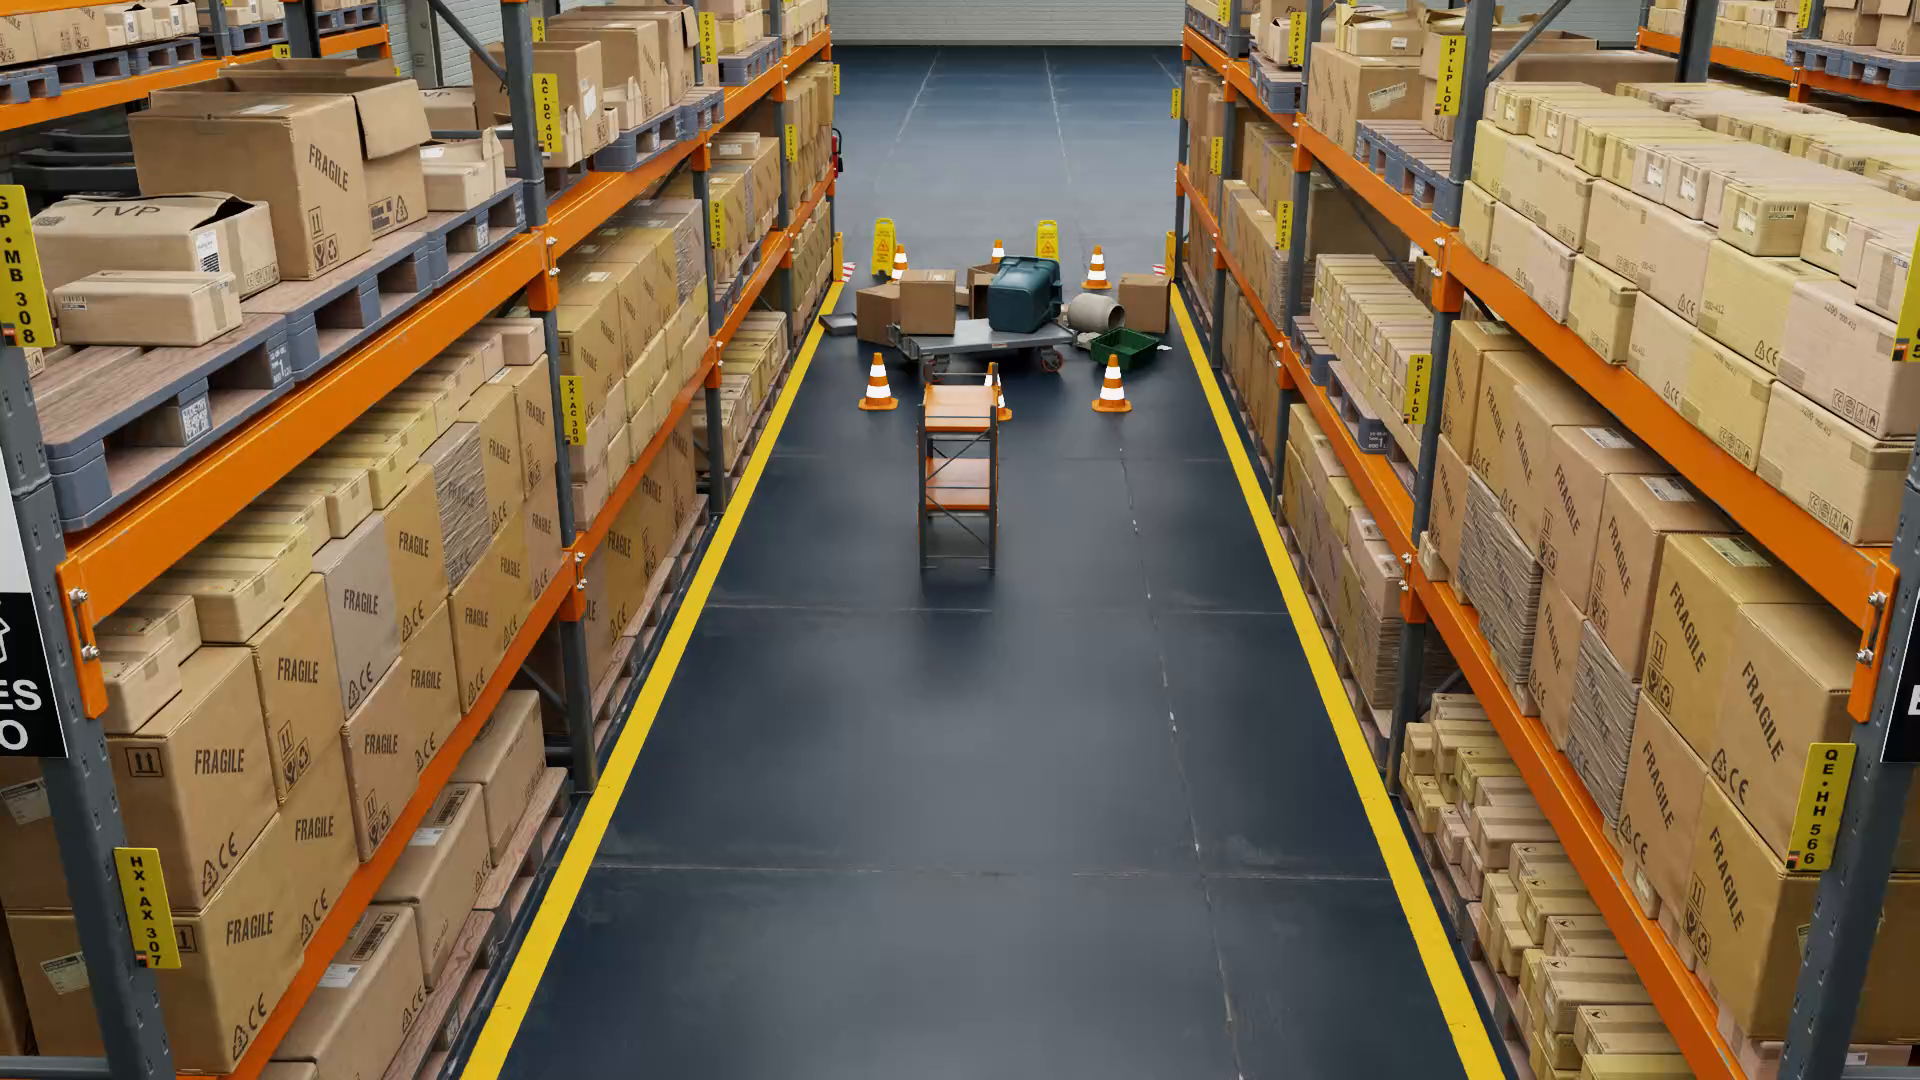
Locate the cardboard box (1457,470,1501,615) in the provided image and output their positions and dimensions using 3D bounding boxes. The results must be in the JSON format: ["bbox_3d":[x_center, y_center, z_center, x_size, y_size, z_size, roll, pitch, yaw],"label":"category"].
[{"bbox_3d":[2.355,0.032,6.751,0.500,0.500,0.500,1,21,2],"label":"cardboard box"}]

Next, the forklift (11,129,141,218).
[{"bbox_3d":[-4.762,-1.082,10.266,1.130,2.935,3.031,-1,21,-2],"label":"forklift"}]

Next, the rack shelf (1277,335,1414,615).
[{"bbox_3d":[2.691,-0.526,9.732,1.077,0.370,4.000,1,21,2],"label":"rack shelf"}]

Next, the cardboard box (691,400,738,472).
[{"bbox_3d":[-2.172,-0.777,12.438,0.950,0.372,0.625,-1,21,-2],"label":"cardboard box"}]

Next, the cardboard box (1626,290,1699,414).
[{"bbox_3d":[2.295,-0.552,4.864,0.500,0.250,0.500,2,21,4],"label":"cardboard box"}]

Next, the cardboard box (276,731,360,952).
[{"bbox_3d":[-2.153,0.890,4.950,0.500,0.500,0.500,0,21,1],"label":"cardboard box"}]

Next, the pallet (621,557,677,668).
[{"bbox_3d":[-2.338,0.422,10.150,1.003,0.211,1.213,1,21,2],"label":"pallet"}]

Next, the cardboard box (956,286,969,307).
[{"bbox_3d":[0.024,-2.670,18.204,0.380,0.149,0.250,13,25,29],"label":"cardboard box"}]

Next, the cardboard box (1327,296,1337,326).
[{"bbox_3d":[2.526,-1.435,10.435,0.380,0.149,0.250,0,21,0],"label":"cardboard box"}]

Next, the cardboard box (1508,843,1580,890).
[{"bbox_3d":[2.386,1.316,6.529,0.380,0.149,0.250,0,21,-1],"label":"cardboard box"}]

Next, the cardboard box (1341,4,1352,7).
[{"bbox_3d":[3.012,-4.344,13.921,0.500,0.250,0.500,1,21,2],"label":"cardboard box"}]

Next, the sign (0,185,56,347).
[{"bbox_3d":[-1.888,-0.544,3.321,0.100,0.325,0.005,1,21,2],"label":"sign"}]

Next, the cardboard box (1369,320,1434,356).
[{"bbox_3d":[2.488,-1.113,9.194,0.380,0.149,0.250,0,21,-1],"label":"cardboard box"}]

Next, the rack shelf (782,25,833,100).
[{"bbox_3d":[-2.016,-4.835,16.691,1.077,0.370,4.000,1,21,2],"label":"rack shelf"}]

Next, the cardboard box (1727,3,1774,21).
[{"bbox_3d":[7.584,-5.051,15.910,0.380,0.149,0.250,2,21,4],"label":"cardboard box"}]

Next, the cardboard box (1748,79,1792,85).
[{"bbox_3d":[8.130,-4.293,16.516,0.500,0.500,0.500,1,21,2],"label":"cardboard box"}]

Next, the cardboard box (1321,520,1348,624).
[{"bbox_3d":[2.437,0.190,9.767,0.500,0.500,0.500,0,21,0],"label":"cardboard box"}]

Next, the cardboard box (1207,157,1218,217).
[{"bbox_3d":[2.867,-3.433,16.023,0.875,0.550,0.550,1,21,2],"label":"cardboard box"}]

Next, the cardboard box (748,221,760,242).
[{"bbox_3d":[-1.862,-2.570,13.771,0.380,0.149,0.250,1,21,2],"label":"cardboard box"}]

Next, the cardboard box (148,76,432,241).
[{"bbox_3d":[-2.329,-1.357,5.872,0.797,0.503,0.637,2,21,6],"label":"cardboard box"}]

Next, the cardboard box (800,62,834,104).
[{"bbox_3d":[-1.753,-4.959,18.232,0.700,0.500,0.500,0,21,0],"label":"cardboard box"}]

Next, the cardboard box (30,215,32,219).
[{"bbox_3d":[-6.867,-2.306,12.291,0.380,0.149,0.250,1,21,3],"label":"cardboard box"}]

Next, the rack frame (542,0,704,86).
[{"bbox_3d":[-2.199,-4.399,10.427,1.000,3.000,0.127,1,21,2],"label":"rack frame"}]

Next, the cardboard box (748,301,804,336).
[{"bbox_3d":[-1.789,-2.173,16.203,0.500,0.250,0.500,0,21,-1],"label":"cardboard box"}]

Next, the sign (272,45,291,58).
[{"bbox_3d":[-2.863,-1.945,7.098,0.100,0.325,0.005,1,21,2],"label":"sign"}]

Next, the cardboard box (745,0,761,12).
[{"bbox_3d":[-1.968,-4.595,14.014,0.500,0.250,0.500,1,21,3],"label":"cardboard box"}]

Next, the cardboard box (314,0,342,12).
[{"bbox_3d":[-6.818,-5.704,17.078,0.700,0.500,0.500,1,21,2],"label":"cardboard box"}]

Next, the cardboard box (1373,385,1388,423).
[{"bbox_3d":[2.472,-0.738,9.051,0.380,0.149,0.250,0,21,-1],"label":"cardboard box"}]

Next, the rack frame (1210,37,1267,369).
[{"bbox_3d":[2.874,-3.031,15.193,1.000,3.000,0.127,1,21,2],"label":"rack frame"}]

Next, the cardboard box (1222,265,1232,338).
[{"bbox_3d":[2.963,-2.463,16.086,0.875,0.875,0.875,1,21,2],"label":"cardboard box"}]

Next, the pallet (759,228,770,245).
[{"bbox_3d":[-2.246,-2.684,14.566,1.003,0.211,1.213,1,21,2],"label":"pallet"}]

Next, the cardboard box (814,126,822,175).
[{"bbox_3d":[-1.735,-4.119,17.449,0.500,0.500,0.500,1,21,1],"label":"cardboard box"}]

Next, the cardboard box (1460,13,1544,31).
[{"bbox_3d":[2.981,-2.772,9.183,0.396,0.266,0.258,1,21,2],"label":"cardboard box"}]

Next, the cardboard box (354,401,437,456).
[{"bbox_3d":[-2.114,-0.395,5.983,0.380,0.149,0.250,0,21,0],"label":"cardboard box"}]

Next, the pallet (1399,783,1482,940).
[{"bbox_3d":[2.645,1.405,7.616,1.003,0.211,1.213,1,21,2],"label":"pallet"}]

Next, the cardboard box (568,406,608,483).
[{"bbox_3d":[-2.025,-0.475,8.123,0.500,0.250,0.500,0,21,0],"label":"cardboard box"}]

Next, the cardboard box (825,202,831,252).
[{"bbox_3d":[-1.719,-3.466,18.499,0.500,0.500,0.500,1,21,2],"label":"cardboard box"}]

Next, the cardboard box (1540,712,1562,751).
[{"bbox_3d":[2.341,0.652,6.049,0.380,0.149,0.250,1,21,4],"label":"cardboard box"}]

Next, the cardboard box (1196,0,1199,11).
[{"bbox_3d":[2.634,-5.515,17.078,0.380,0.149,0.250,1,21,2],"label":"cardboard box"}]

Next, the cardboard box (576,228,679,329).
[{"bbox_3d":[-1.982,-1.560,9.883,0.500,0.500,0.500,1,21,2],"label":"cardboard box"}]

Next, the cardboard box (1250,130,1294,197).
[{"bbox_3d":[2.851,-3.178,14.052,0.700,0.500,0.500,0,21,1],"label":"cardboard box"}]

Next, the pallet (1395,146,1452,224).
[{"bbox_3d":[2.756,-1.671,7.802,1.213,0.211,1.003,1,21,2],"label":"pallet"}]

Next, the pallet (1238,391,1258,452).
[{"bbox_3d":[2.891,-1.009,13.837,1.003,0.211,1.213,1,21,2],"label":"pallet"}]

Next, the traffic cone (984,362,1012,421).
[{"bbox_3d":[0.275,-1.286,14.204,0.336,0.463,0.334,1,21,2],"label":"traffic cone"}]

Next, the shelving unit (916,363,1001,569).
[{"bbox_3d":[0.000,-0.522,11.319,0.538,1.125,1.048,1,21,2],"label":"shelving unit"}]

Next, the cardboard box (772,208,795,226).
[{"bbox_3d":[-1.747,-3.042,15.569,0.380,0.149,0.250,1,21,1],"label":"cardboard box"}]

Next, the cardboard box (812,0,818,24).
[{"bbox_3d":[-1.729,-5.405,16.961,0.500,0.250,0.500,1,21,3],"label":"cardboard box"}]

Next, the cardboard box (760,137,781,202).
[{"bbox_3d":[-1.862,-3.260,14.655,0.500,0.500,0.500,0,21,1],"label":"cardboard box"}]

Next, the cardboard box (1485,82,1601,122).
[{"bbox_3d":[2.379,-1.783,6.796,0.380,0.149,0.250,0,21,1],"label":"cardboard box"}]

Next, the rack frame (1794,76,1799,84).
[{"bbox_3d":[7.828,-2.940,14.958,1.000,3.000,0.127,1,21,2],"label":"rack frame"}]

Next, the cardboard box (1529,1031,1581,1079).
[{"bbox_3d":[2.256,1.878,5.903,0.380,0.149,0.250,0,21,-1],"label":"cardboard box"}]

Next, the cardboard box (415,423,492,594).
[{"bbox_3d":[-2.089,-0.128,6.191,0.500,0.500,0.500,1,21,2],"label":"cardboard box"}]

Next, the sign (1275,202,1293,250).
[{"bbox_3d":[2.197,-2.129,11.269,0.100,0.325,0.005,1,21,2],"label":"sign"}]

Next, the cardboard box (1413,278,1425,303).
[{"bbox_3d":[3.192,-1.618,10.908,0.380,0.149,0.250,1,21,3],"label":"cardboard box"}]

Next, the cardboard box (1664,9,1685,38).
[{"bbox_3d":[7.667,-5.356,17.248,0.500,0.250,0.500,0,21,0],"label":"cardboard box"}]

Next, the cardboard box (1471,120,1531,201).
[{"bbox_3d":[2.376,-1.528,6.691,0.500,0.250,0.500,1,21,3],"label":"cardboard box"}]

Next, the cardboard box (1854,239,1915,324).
[{"bbox_3d":[2.225,-0.563,3.651,0.380,0.149,0.250,0,21,1],"label":"cardboard box"}]

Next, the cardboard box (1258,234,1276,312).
[{"bbox_3d":[2.514,-1.977,12.340,0.500,0.500,0.500,1,21,2],"label":"cardboard box"}]

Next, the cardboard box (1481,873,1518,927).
[{"bbox_3d":[2.296,1.452,6.589,0.380,0.149,0.250,0,21,1],"label":"cardboard box"}]
